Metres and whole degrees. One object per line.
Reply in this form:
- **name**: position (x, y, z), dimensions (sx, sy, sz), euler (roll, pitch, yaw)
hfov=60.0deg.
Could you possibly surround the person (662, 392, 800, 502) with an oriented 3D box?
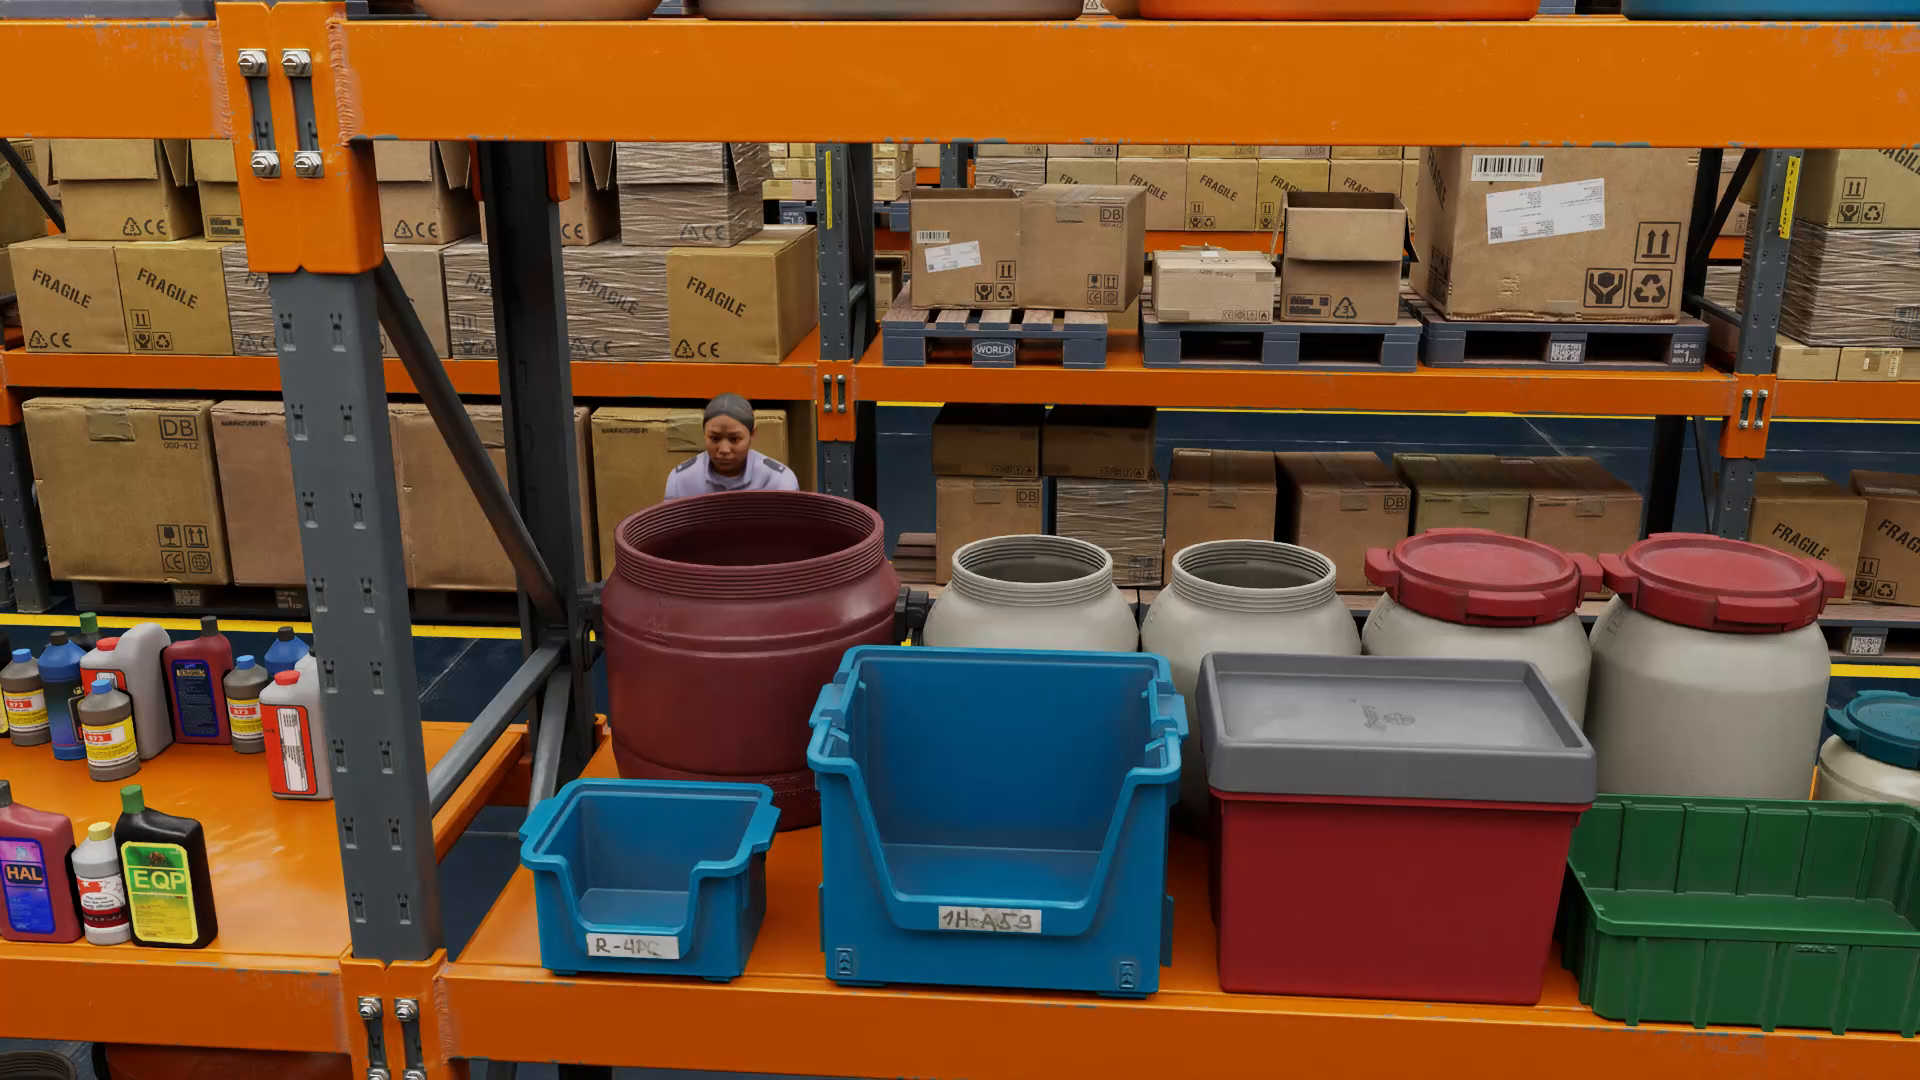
- **person**: position (-0.770, 0.295, 5.634), dimensions (0.538, 1.652, 0.374), euler (1, 18, 2)
